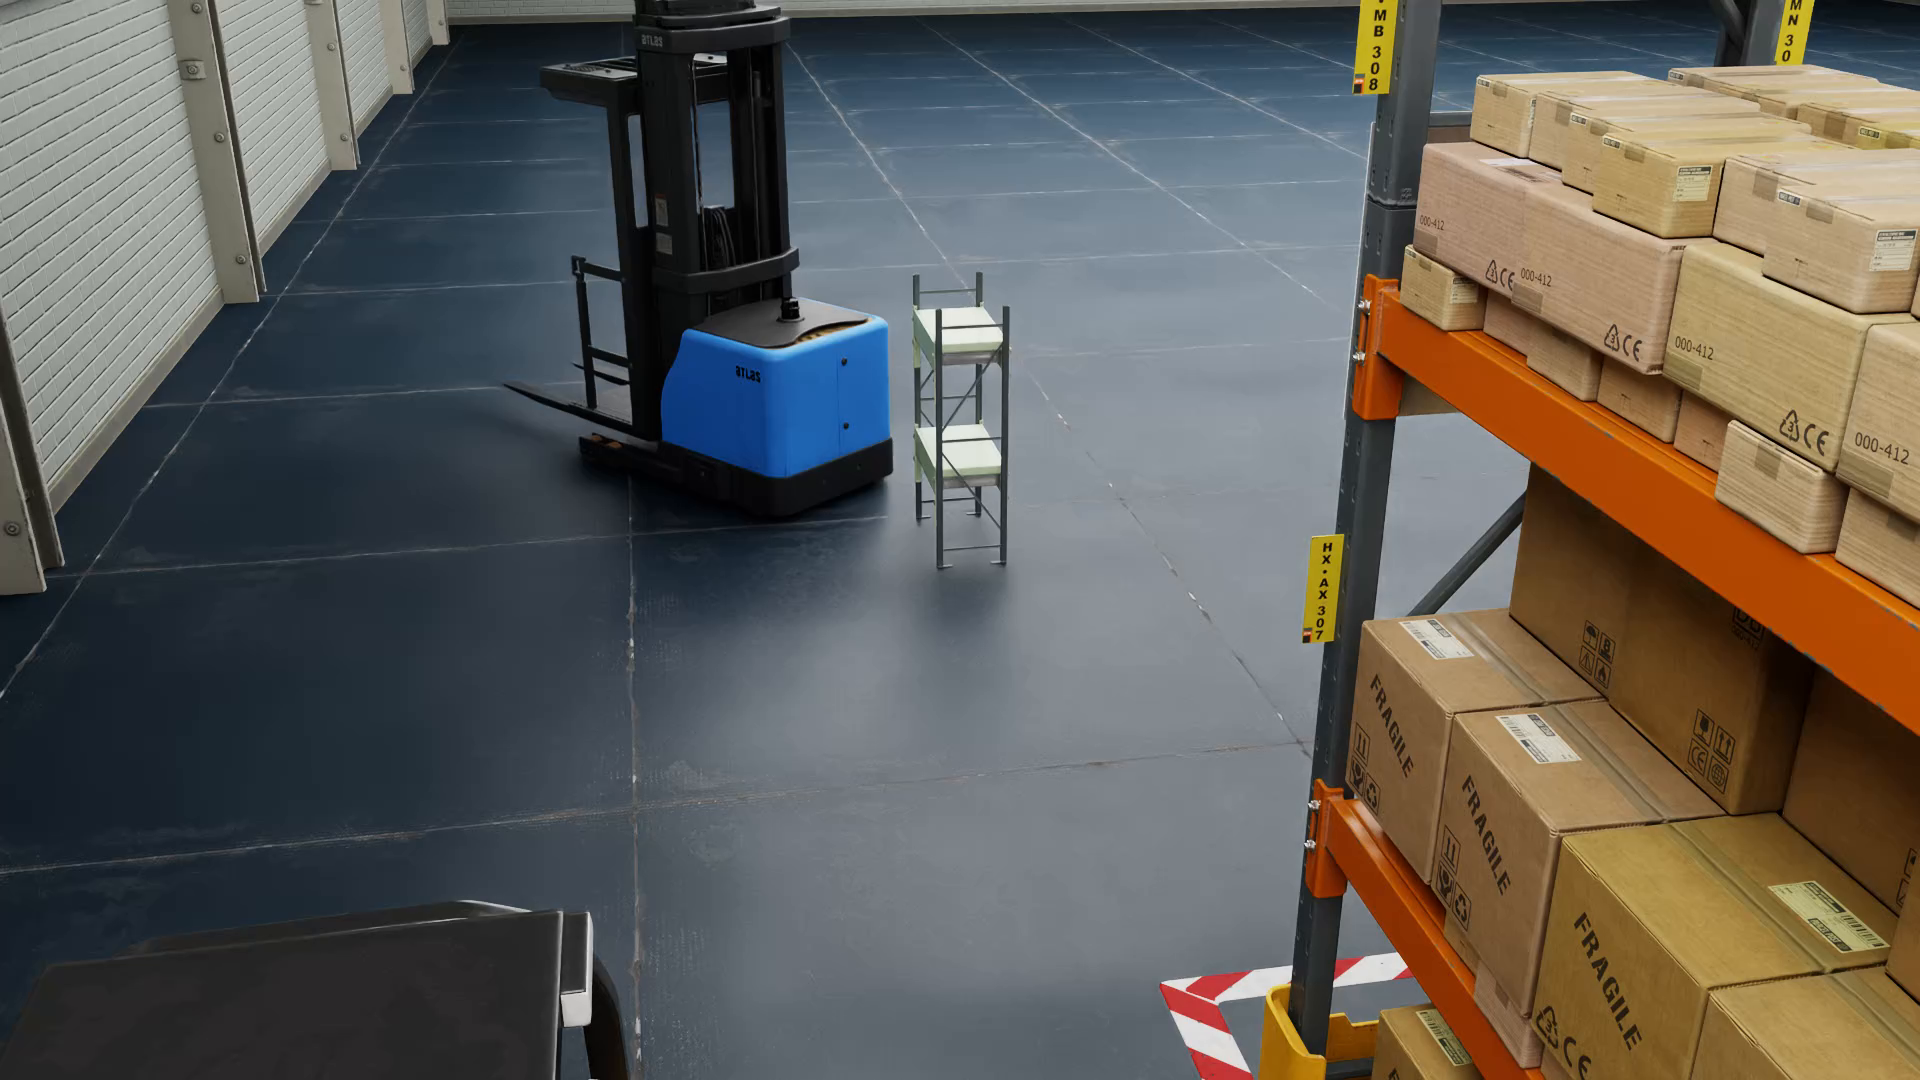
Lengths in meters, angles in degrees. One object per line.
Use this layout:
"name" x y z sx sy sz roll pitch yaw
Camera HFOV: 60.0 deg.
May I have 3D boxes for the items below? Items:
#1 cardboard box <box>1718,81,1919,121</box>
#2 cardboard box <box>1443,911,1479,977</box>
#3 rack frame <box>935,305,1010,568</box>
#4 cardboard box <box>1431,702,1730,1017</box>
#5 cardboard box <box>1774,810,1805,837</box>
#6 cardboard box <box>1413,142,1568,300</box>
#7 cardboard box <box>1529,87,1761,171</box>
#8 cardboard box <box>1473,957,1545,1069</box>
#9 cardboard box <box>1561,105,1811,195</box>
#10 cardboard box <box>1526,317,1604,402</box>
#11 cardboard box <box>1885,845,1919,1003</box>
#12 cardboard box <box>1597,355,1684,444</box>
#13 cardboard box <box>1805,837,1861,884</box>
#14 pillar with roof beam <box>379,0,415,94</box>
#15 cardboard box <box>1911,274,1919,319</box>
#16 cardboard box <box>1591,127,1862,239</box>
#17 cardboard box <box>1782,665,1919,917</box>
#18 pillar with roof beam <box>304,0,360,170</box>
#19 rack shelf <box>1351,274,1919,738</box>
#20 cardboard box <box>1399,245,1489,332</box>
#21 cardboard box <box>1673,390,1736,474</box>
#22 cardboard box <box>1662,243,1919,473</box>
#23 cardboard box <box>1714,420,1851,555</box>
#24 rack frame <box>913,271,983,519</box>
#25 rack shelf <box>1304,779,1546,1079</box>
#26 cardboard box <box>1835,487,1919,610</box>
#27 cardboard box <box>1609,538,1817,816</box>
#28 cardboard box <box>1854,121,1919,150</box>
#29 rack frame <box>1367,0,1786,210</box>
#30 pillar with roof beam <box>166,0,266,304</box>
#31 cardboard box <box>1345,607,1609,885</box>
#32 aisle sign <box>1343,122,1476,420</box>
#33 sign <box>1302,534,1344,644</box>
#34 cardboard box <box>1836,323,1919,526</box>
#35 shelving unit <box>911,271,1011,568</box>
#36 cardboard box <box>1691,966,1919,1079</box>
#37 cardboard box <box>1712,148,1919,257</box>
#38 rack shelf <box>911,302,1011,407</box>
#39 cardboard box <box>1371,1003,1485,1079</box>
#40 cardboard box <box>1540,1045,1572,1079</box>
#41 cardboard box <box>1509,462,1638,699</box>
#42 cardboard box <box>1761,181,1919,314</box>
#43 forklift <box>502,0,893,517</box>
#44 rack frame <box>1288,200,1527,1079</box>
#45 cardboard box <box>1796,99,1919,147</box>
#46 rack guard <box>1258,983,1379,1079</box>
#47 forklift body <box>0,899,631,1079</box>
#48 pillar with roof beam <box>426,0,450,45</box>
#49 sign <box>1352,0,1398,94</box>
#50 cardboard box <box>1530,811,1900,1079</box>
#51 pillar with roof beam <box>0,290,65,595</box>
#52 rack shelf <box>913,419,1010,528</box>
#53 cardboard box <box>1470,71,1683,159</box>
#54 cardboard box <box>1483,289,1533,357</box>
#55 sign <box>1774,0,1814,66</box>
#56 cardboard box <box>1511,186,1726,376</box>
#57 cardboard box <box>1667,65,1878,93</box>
"cardboard box" 1.904 -0.916 3.669 0.380 0.149 0.250 -4 24 -9
"cardboard box" 1.431 0.966 4.104 0.380 0.149 0.250 -5 24 -11
"rack frame" 0.066 -0.546 9.126 0.400 1.500 0.023 -4 24 -10
"cardboard box" 1.455 0.722 3.853 0.500 0.500 0.500 -4 24 -8
"cardboard box" 2.001 0.702 3.899 0.500 0.500 0.500 -4 24 -10
"cardboard box" 1.372 -0.731 3.744 0.500 0.250 0.500 -5 24 -11
"cardboard box" 1.469 -0.878 3.583 0.380 0.149 0.250 -4 24 -10
"cardboard box" 1.432 1.069 3.867 0.380 0.149 0.250 -4 24 -9
"cardboard box" 1.454 -0.776 3.348 0.380 0.149 0.250 -4 24 -10
"cardboard box" 1.435 -0.408 3.503 0.380 0.149 0.250 -4 24 -8
"cardboard box" 2.088 0.637 2.798 0.700 0.500 0.500 -4 24 -10
"cardboard box" 1.505 -0.312 3.284 0.380 0.149 0.250 -4 24 -10
"cardboard box" 2.090 0.899 3.447 0.500 0.500 0.500 -4 24 -10
"pillar with roof beam" -4.300 -11.305 24.391 9.100 9.000 0.400 -4 24 -10
"cardboard box" 1.657 -0.376 2.432 0.380 0.149 0.250 -4 24 -9
"cardboard box" 1.428 -0.671 3.109 0.380 0.149 0.250 -4 24 -10
"cardboard box" 2.132 0.431 3.270 0.700 0.500 0.500 -5 24 -10
"pillar with roof beam" -3.191 -8.945 18.988 9.100 9.000 0.400 -4 24 -10
"rack shelf" 1.911 0.235 2.614 1.077 0.370 4.000 -4 24 -10
"cardboard box" 1.284 -0.611 3.968 0.380 0.149 0.250 -4 24 -10
"cardboard box" 1.558 -0.208 3.045 0.380 0.149 0.250 -5 24 -11
"cardboard box" 1.576 -0.331 2.828 0.500 0.250 0.500 -4 24 -8
"cardboard box" 1.526 -0.103 2.805 0.380 0.149 0.250 -4 24 -9
"rack frame" -0.069 -0.834 9.785 0.400 1.500 0.023 -4 24 -10
"rack shelf" 1.911 1.610 3.215 1.077 0.370 4.000 -4 24 -10
"cardboard box" 1.615 -0.003 2.575 0.380 0.149 0.250 -5 24 -11
"cardboard box" 1.937 0.238 3.712 0.700 0.500 0.500 -4 24 -9
"cardboard box" 1.965 -0.713 3.205 0.380 0.149 0.250 -4 24 -9
"rack frame" 1.541 -2.256 3.671 1.000 3.000 0.127 -4 24 -10
"pillar with roof beam" -2.081 -6.585 13.584 9.100 9.000 0.400 -4 24 -10
"cardboard box" 1.356 0.518 4.319 0.500 0.500 0.500 -5 24 -11
"aisle sign" 1.225 -0.699 4.355 0.394 0.787 0.004 -4 24 -10
"sign" 1.008 0.137 4.607 0.100 0.325 0.005 -4 24 -10
"cardboard box" 1.651 -0.128 2.363 0.500 0.250 0.500 -4 24 -9
"shelving unit" -0.001 -0.690 9.456 0.431 1.500 0.755 -4 24 -10
"cardboard box" 1.653 1.122 2.938 0.500 0.500 0.500 -5 24 -11
"cardboard box" 1.568 -0.581 2.902 0.380 0.149 0.250 -4 24 -10
"rack shelf" -0.001 -1.048 9.300 0.431 0.370 0.720 -4 24 -10
"cardboard box" 1.424 1.565 4.394 0.500 0.500 0.500 -5 24 -12
"cardboard box" 1.513 1.169 3.640 0.380 0.149 0.250 -4 24 -8
"cardboard box" 1.850 0.038 4.169 0.700 0.500 0.500 -5 24 -11
"cardboard box" 1.536 -0.472 2.653 0.380 0.149 0.250 -4 24 -8
"forklift" -1.869 -1.955 10.564 3.031 2.935 1.130 19 30 37
"rack frame" 1.541 0.494 4.872 1.000 3.000 0.127 -4 24 -10
"cardboard box" 1.969 -0.817 3.442 0.380 0.149 0.250 -5 24 -10
"rack guard" 1.555 1.669 5.304 1.175 0.500 0.348 -4 24 -10
"forklift body" -1.193 1.862 2.799 2.313 2.155 1.214 -4 24 -10
"pillar with roof beam" -5.410 -13.665 29.795 9.100 9.000 0.400 -4 24 -10
"sign" 1.008 -1.241 4.005 0.100 0.325 0.005 -4 24 -10
"cardboard box" 1.551 0.922 3.394 0.500 0.500 0.500 -5 24 -11
"pillar with roof beam" -0.972 -4.225 8.180 9.100 9.000 0.400 -4 24 -10
"rack shelf" -0.001 -0.391 9.586 0.431 0.370 0.720 -4 24 -10
"cardboard box" 1.407 -0.976 3.808 0.380 0.149 0.250 -4 24 -10
"cardboard box" 1.420 -0.515 3.747 0.380 0.149 0.250 -5 24 -11
"sign" 2.090 -1.320 4.171 0.100 0.325 0.005 -4 24 -10
"cardboard box" 1.456 -0.532 3.289 0.500 0.250 0.500 -5 24 -11
"cardboard box" 1.894 -1.020 3.908 0.380 0.149 0.250 -4 24 -9
